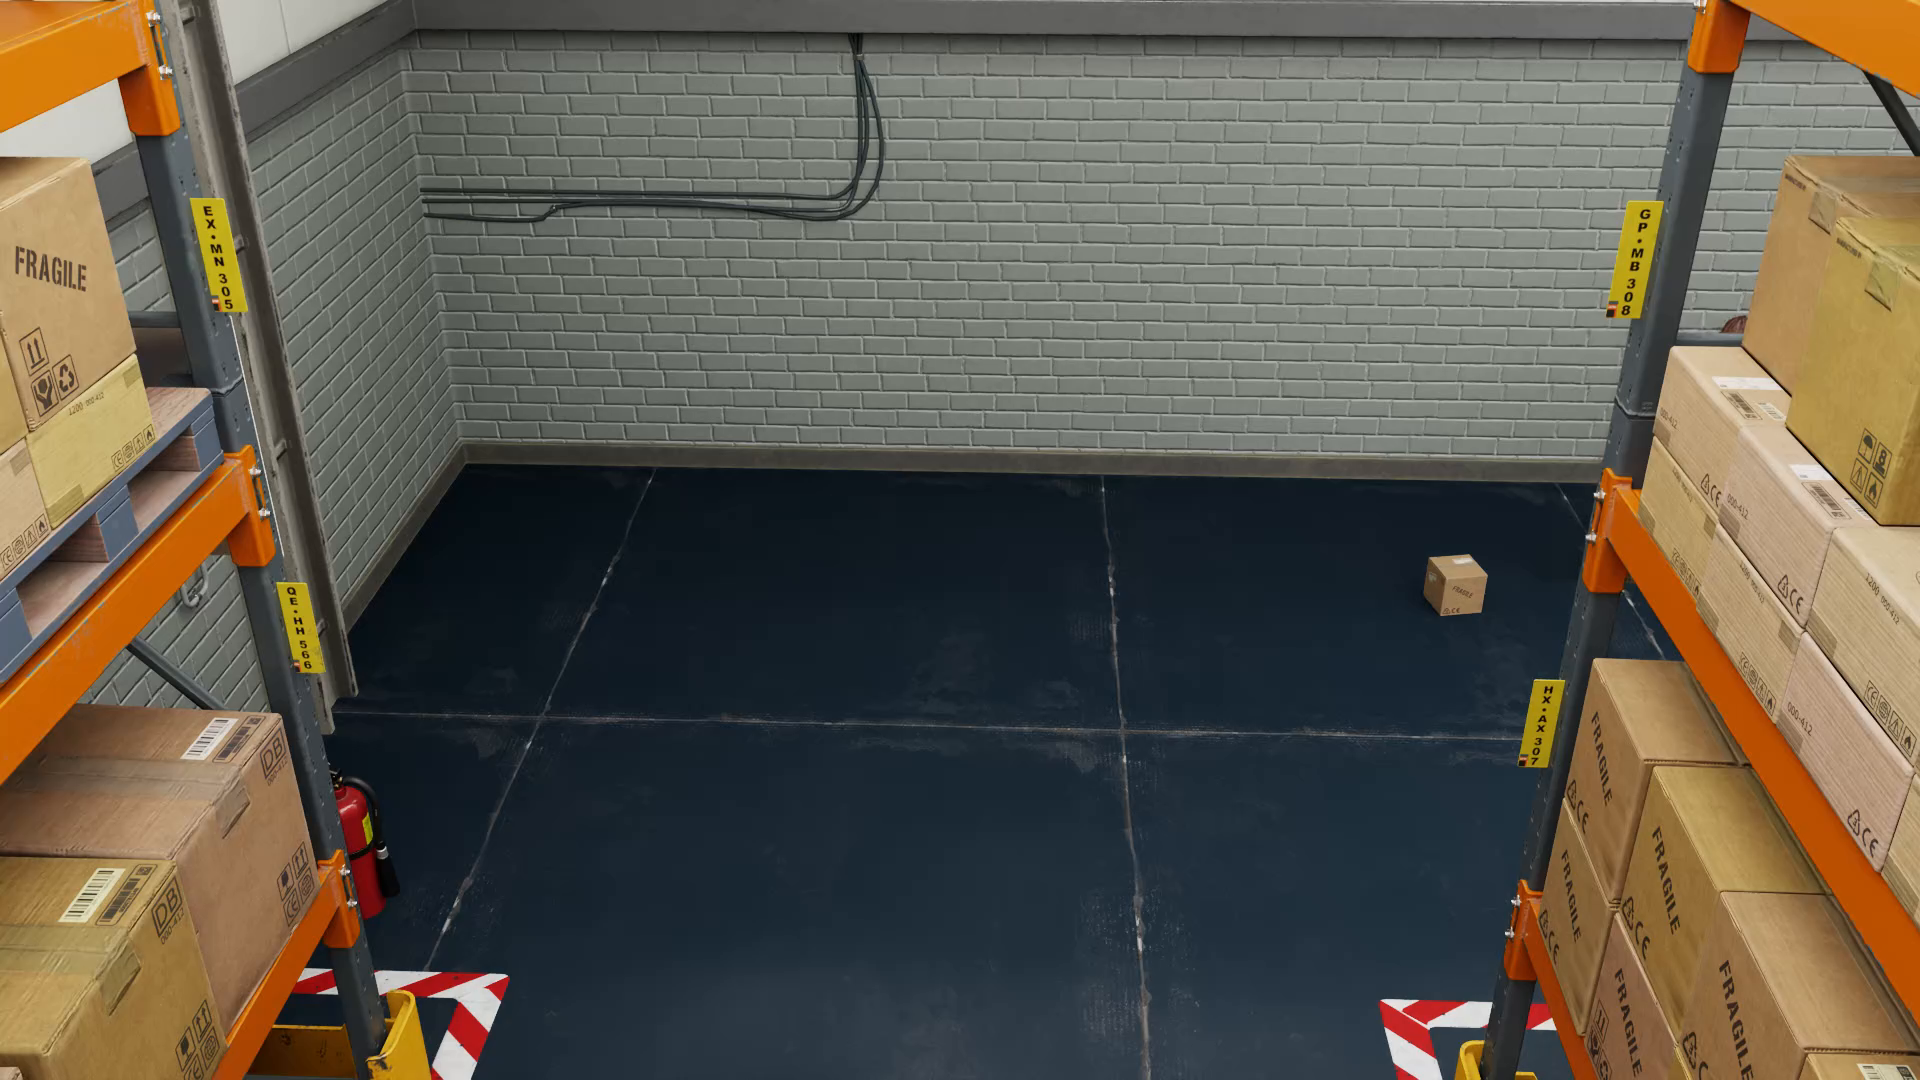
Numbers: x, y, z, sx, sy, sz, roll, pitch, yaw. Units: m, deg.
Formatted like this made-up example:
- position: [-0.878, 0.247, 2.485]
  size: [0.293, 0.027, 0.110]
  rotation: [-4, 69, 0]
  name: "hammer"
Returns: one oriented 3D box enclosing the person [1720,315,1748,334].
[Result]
- position: [4.402, -0.528, 9.573]
  size: [0.438, 1.607, 0.424]
  rotation: [-1, 28, -2]
  name: "person"
